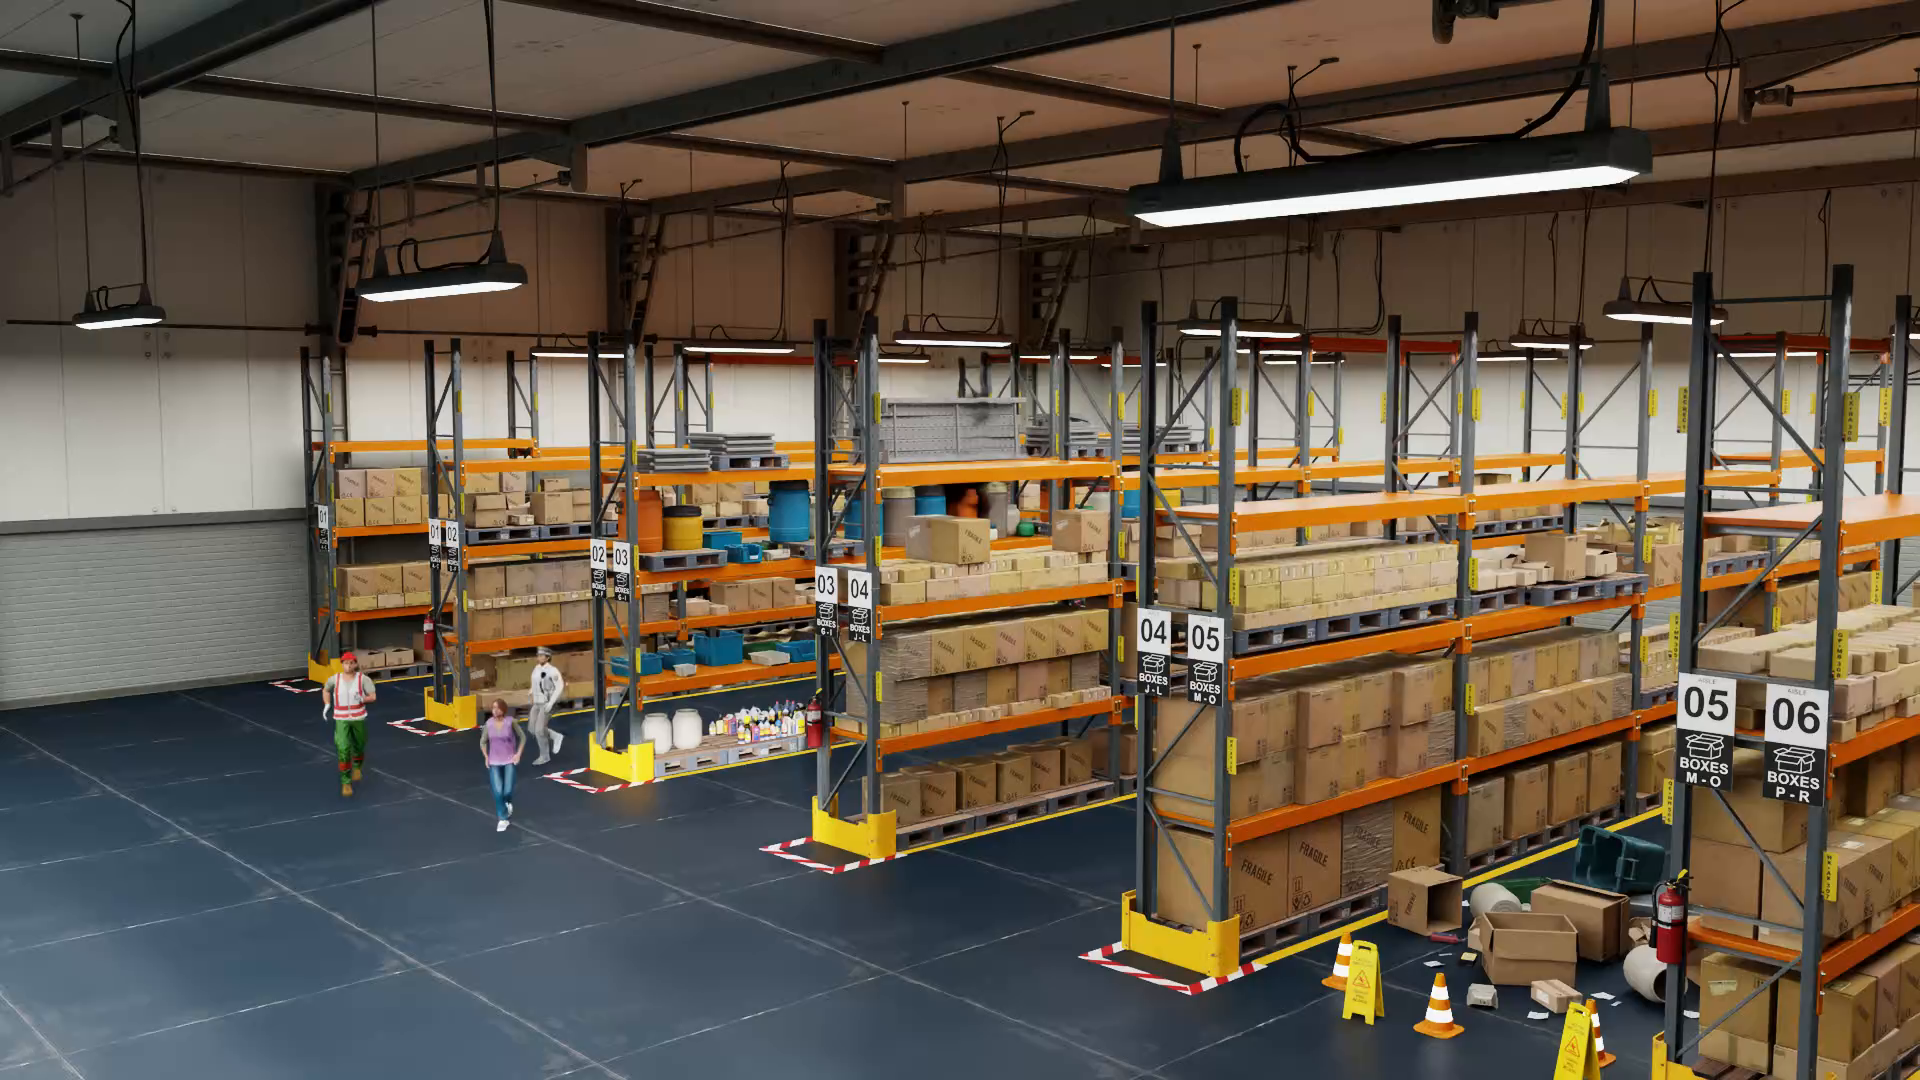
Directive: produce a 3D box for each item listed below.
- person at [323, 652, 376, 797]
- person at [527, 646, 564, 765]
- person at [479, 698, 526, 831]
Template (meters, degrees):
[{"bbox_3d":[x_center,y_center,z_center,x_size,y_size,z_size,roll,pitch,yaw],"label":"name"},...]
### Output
[{"bbox_3d":[-7.918,2.340,21.596,0.658,1.786,0.979,-2,5,-21],"label":"person"},{"bbox_3d":[-5.808,2.297,23.358,0.664,1.668,0.500,5,7,44],"label":"person"},{"bbox_3d":[-5.441,2.657,19.786,0.541,1.566,0.496,0,5,-5],"label":"person"}]
